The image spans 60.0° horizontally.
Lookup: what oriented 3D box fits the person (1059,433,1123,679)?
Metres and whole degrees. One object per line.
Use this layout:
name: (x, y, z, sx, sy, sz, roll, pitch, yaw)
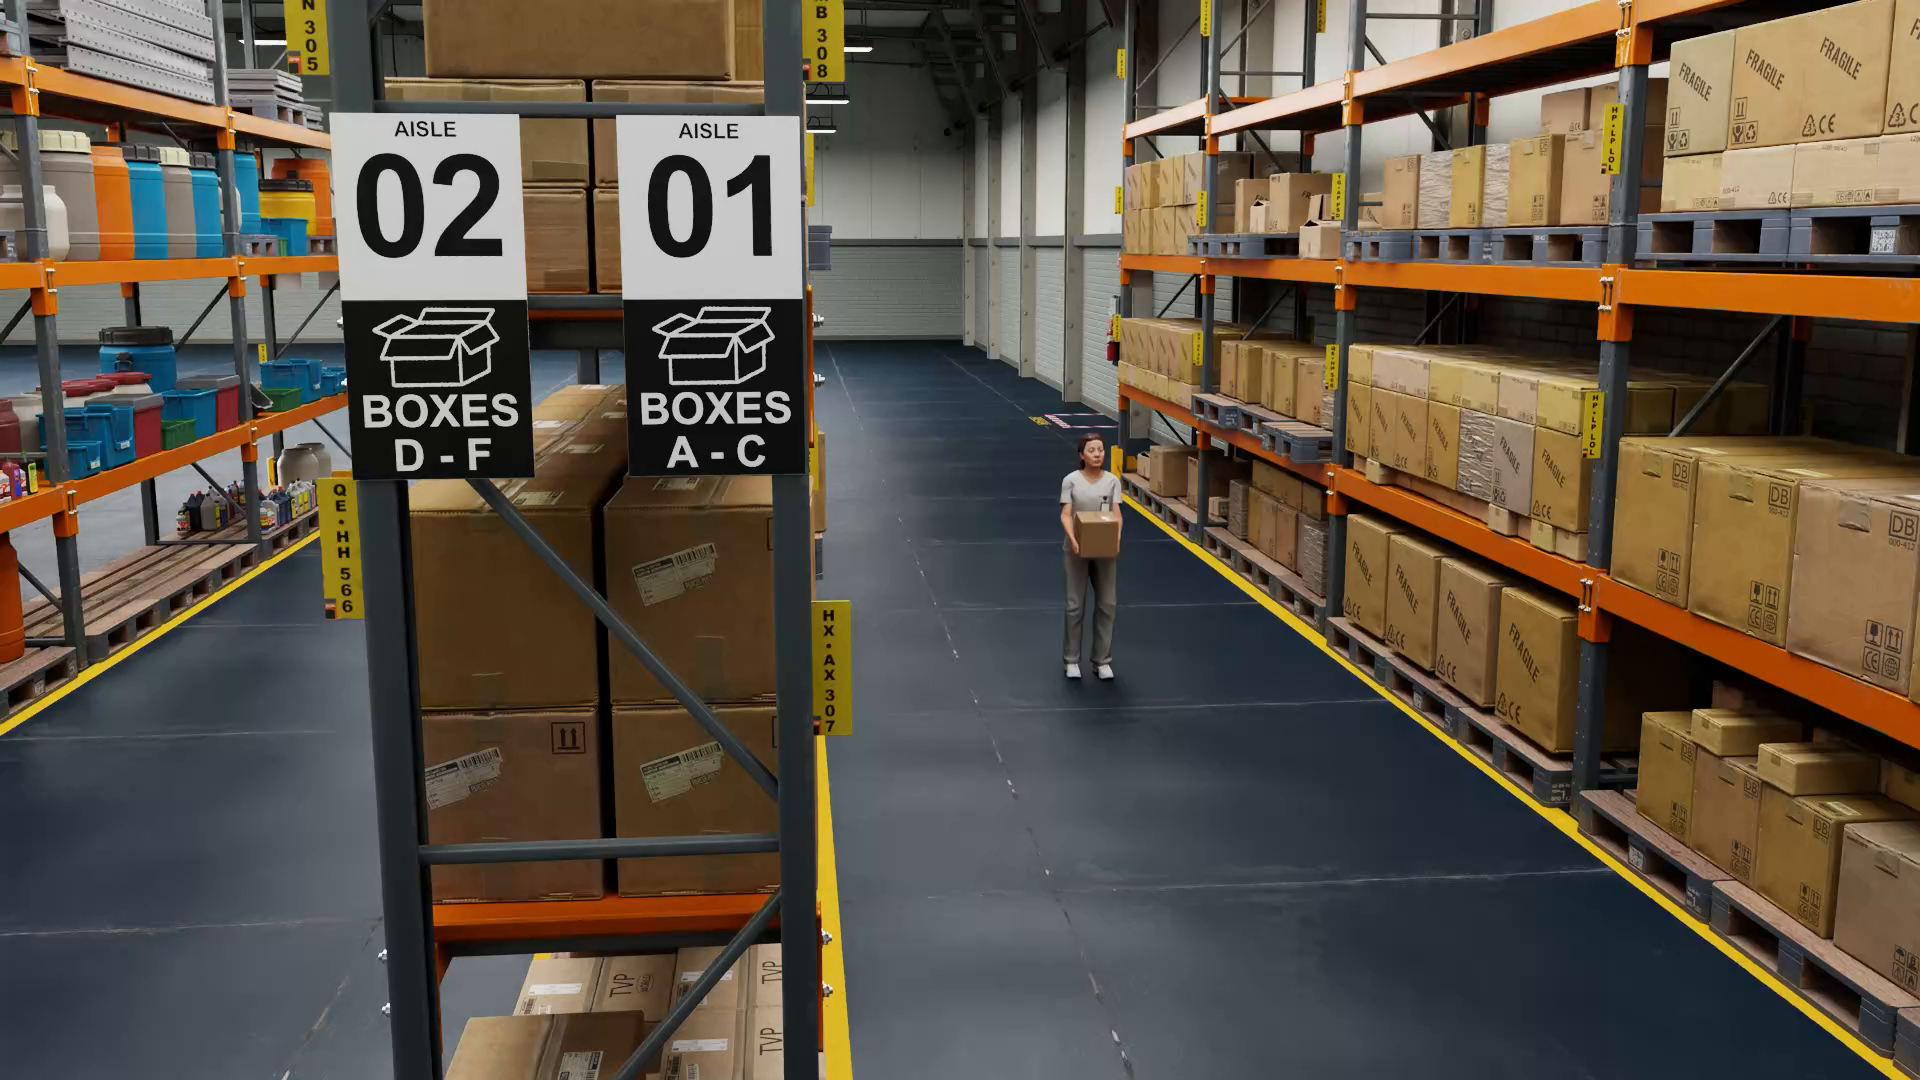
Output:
person: (0.896, 0.112, 11.314, 0.436, 1.663, 0.554, -1, 10, -5)
